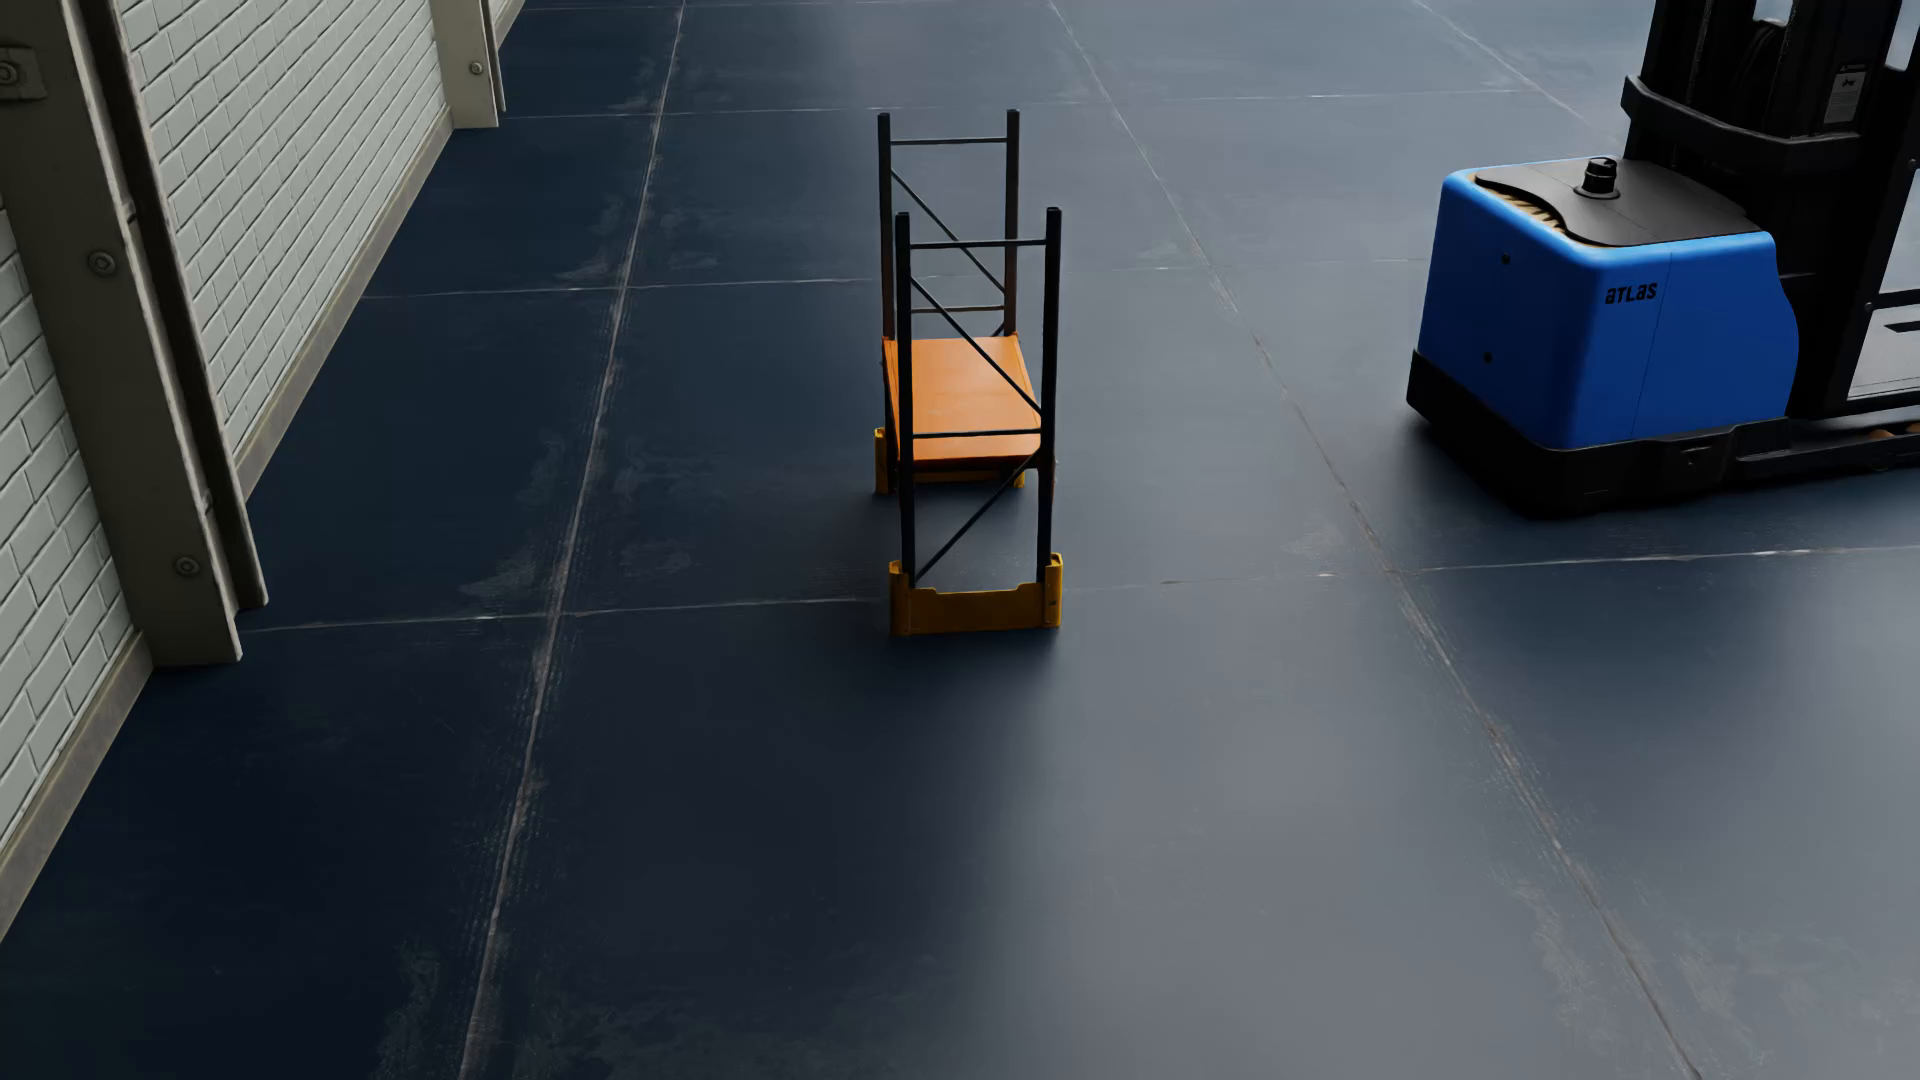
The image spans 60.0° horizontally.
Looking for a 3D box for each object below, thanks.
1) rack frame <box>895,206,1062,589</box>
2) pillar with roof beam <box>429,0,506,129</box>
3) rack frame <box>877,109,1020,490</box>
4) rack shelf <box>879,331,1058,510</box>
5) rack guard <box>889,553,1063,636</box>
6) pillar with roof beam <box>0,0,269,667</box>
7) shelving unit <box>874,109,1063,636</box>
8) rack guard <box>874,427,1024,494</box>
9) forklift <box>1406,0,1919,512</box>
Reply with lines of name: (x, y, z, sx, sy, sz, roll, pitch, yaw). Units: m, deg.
rack frame: (0.055, -0.341, 5.358, 0.500, 1.500, 0.032, -3, 31, -5)
pillar with roof beam: (1.139, -6.818, 8.889, 9.100, 9.000, 0.400, -3, 31, -5)
rack frame: (-0.040, -0.860, 6.227, 0.500, 1.500, 0.032, -3, 31, -5)
rack shelf: (0.008, -0.446, 5.885, 0.538, 0.185, 1.000, -3, 31, -5)
rack guard: (0.054, 0.186, 5.695, 0.587, 0.250, 0.087, -3, 31, -5)
pillar with roof beam: (1.699, -3.754, 3.760, 9.100, 9.000, 0.400, -3, 31, -5)
shelving unit: (0.007, -0.605, 5.800, 0.587, 1.500, 1.083, -3, 31, -5)
rack guard: (-0.039, -0.323, 6.546, 0.587, 0.250, 0.087, -3, 31, -5)
forklift: (3.481, -1.787, 6.383, 3.031, 2.935, 1.130, -9, 32, -14)
